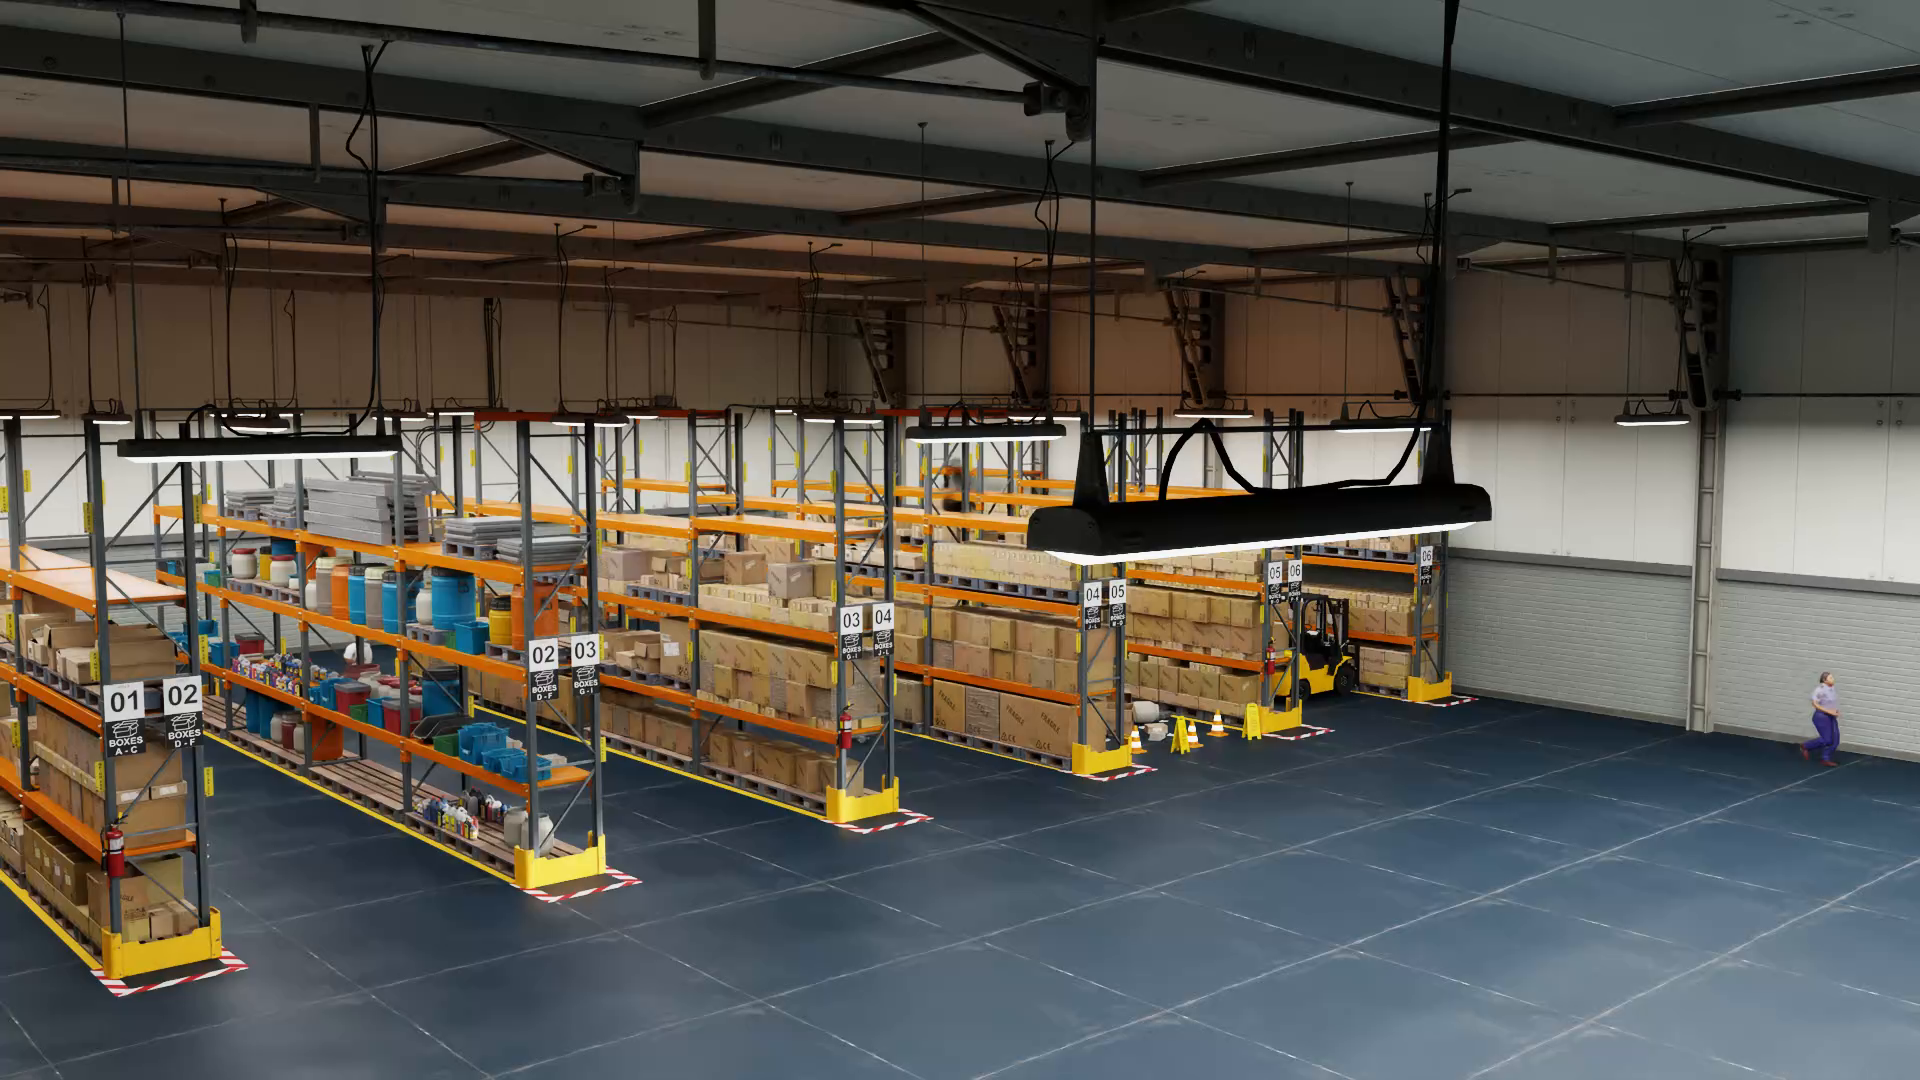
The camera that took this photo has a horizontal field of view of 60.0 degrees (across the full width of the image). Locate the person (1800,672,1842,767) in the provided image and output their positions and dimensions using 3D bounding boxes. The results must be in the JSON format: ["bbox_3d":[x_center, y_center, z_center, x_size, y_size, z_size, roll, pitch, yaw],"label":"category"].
[{"bbox_3d":[14.720,3.040,28.362,0.601,1.599,0.608,-4,6,-38],"label":"person"}]

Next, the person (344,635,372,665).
[{"bbox_3d":[-11.648,2.624,32.226,0.847,1.819,0.667,4,6,38],"label":"person"}]

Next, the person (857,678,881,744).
[{"bbox_3d":[-1.677,2.835,30.134,0.640,1.717,0.671,-5,7,-43],"label":"person"}]
